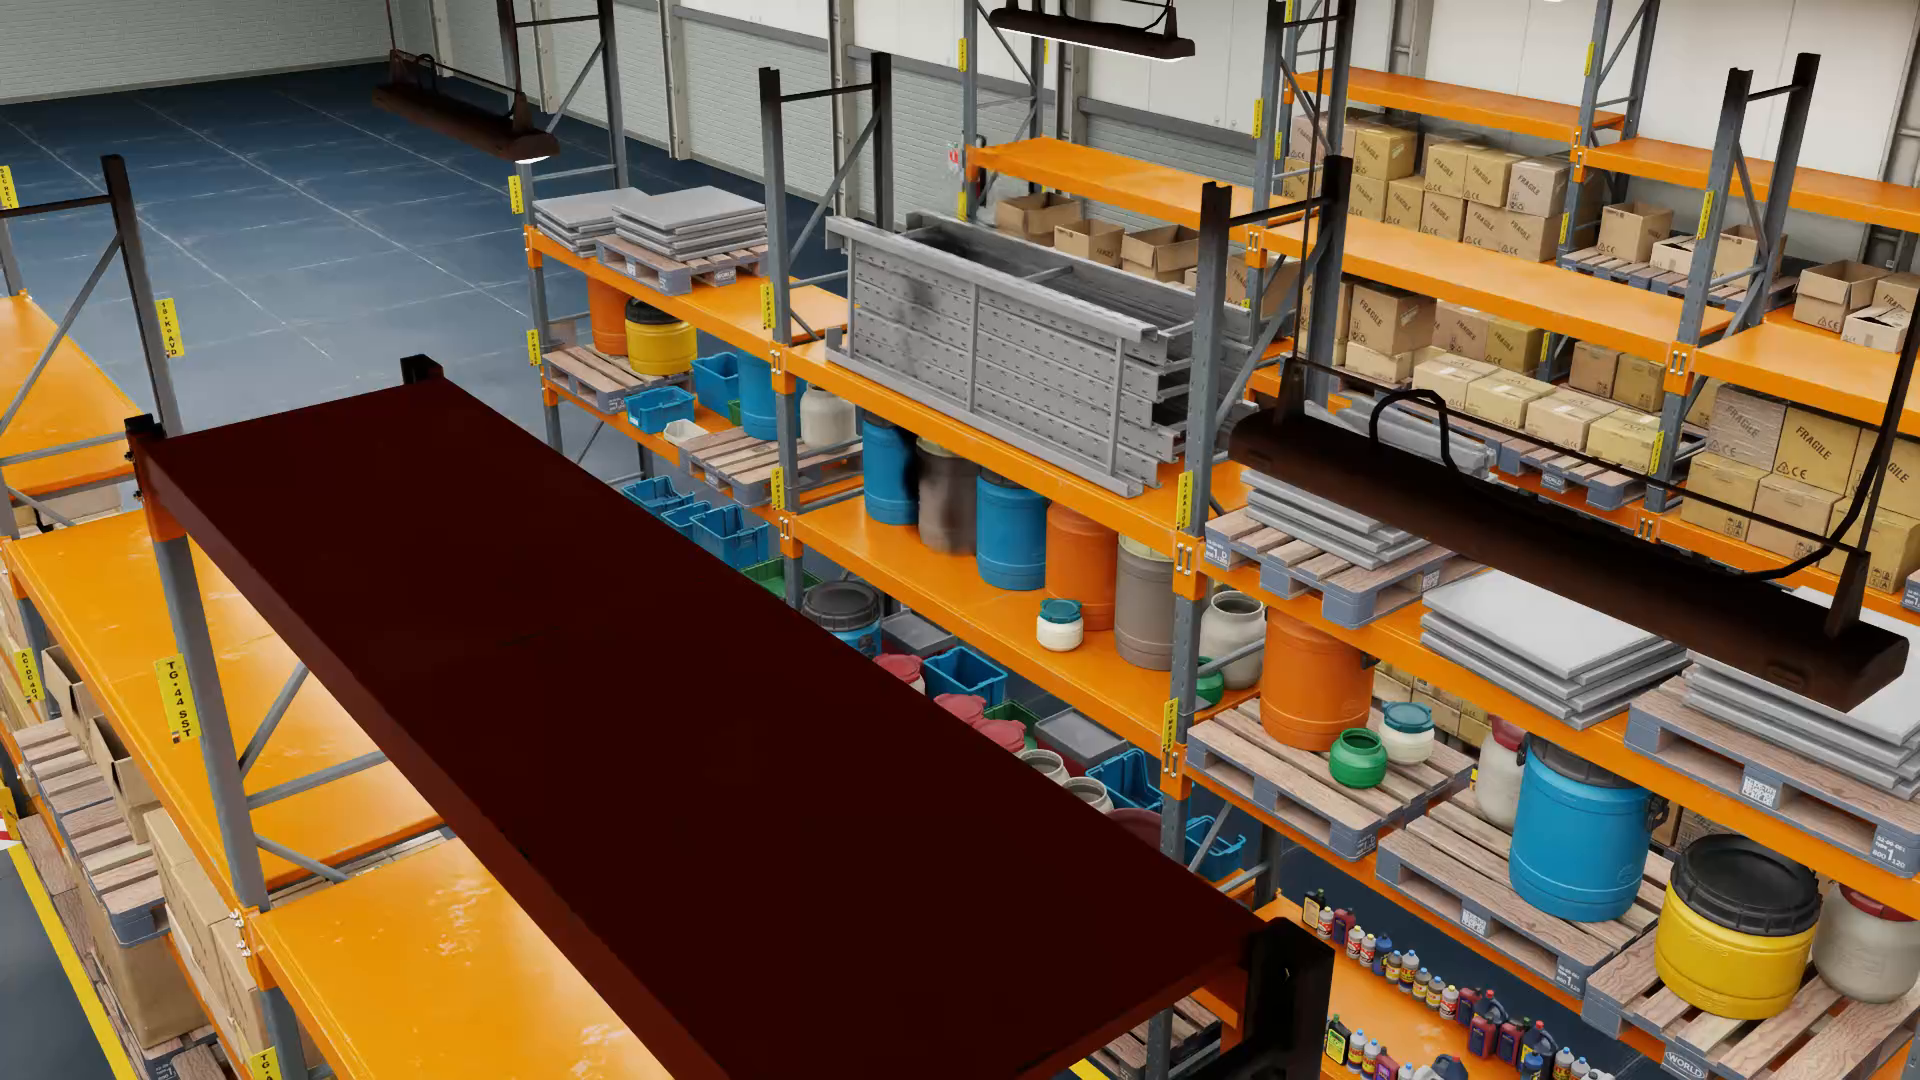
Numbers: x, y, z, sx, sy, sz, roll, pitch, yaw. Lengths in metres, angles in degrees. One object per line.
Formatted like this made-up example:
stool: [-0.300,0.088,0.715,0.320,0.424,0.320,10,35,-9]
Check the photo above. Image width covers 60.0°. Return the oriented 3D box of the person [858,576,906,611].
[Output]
person: [-0.734,0.309,15.735,0.632,1.661,0.869,-21,33,-36]
